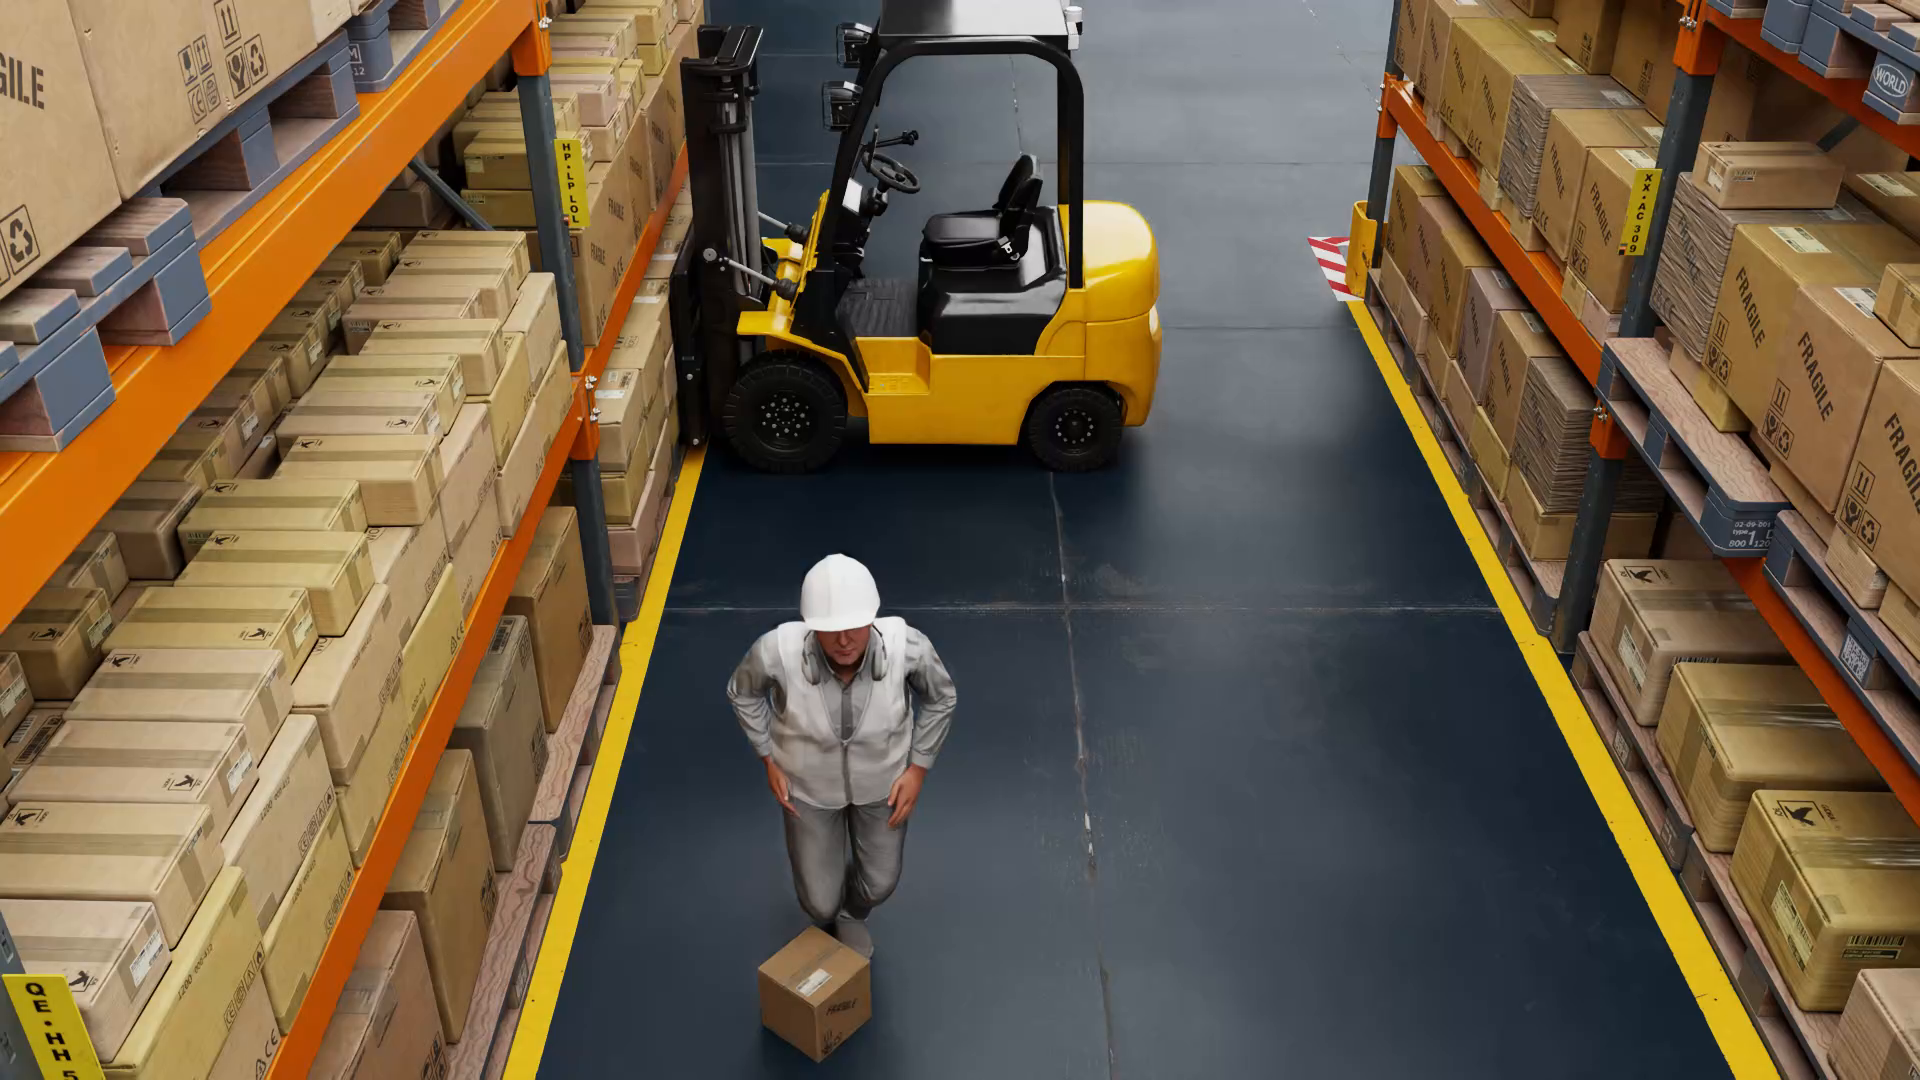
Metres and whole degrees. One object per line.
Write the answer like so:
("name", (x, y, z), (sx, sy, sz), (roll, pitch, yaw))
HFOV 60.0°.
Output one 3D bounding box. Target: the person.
("person", (-0.350, 0.685, 5.077), (0.677, 1.679, 0.695), (-5, 32, -8))
